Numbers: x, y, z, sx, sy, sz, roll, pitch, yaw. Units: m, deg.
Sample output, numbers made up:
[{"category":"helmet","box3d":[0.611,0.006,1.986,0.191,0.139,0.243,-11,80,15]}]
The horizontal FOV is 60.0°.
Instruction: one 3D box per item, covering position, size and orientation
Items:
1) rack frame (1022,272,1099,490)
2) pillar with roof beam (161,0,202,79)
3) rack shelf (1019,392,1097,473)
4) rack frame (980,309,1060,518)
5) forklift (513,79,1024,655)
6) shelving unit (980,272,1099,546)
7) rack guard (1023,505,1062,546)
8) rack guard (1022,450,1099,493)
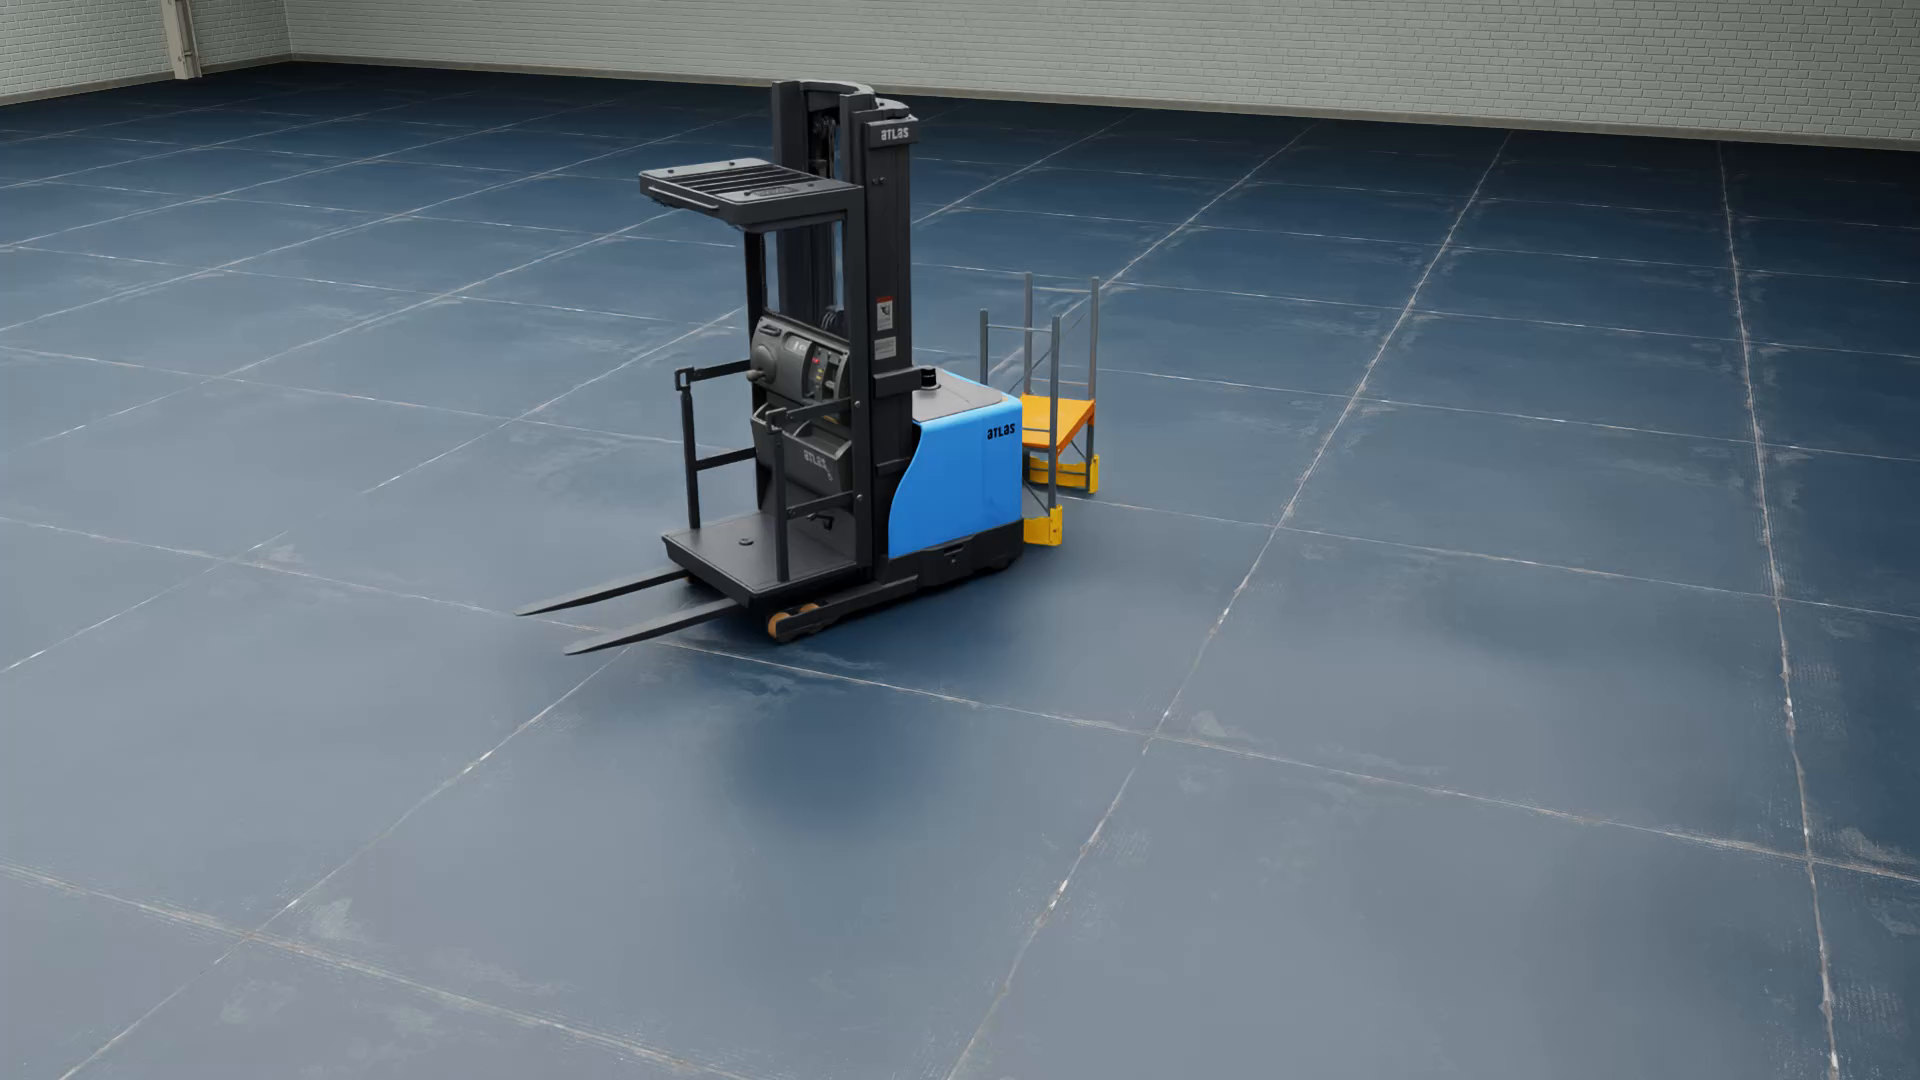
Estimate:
[{"category":"rack frame","box3d":[0.680,-1.076,11.381,0.500,1.500,0.032,7,24,16]},{"category":"pillar with roof beam","box3d":[-10.919,-12.470,28.929,9.100,9.000,0.400,9,24,20]},{"category":"rack shelf","box3d":[0.524,-0.724,11.004,0.538,0.185,1.000,7,24,16]},{"category":"rack frame","box3d":[0.367,-0.703,10.488,0.500,1.500,0.032,7,24,16]},{"category":"forklift","box3d":[-1.080,-1.005,9.354,3.031,2.935,1.130,-17,28,-35]},{"category":"shelving unit","box3d":[0.521,-0.887,10.927,0.587,1.500,1.083,7,24,16]},{"category":"rack guard","box3d":[0.368,-0.127,10.730,0.587,0.250,0.087,7,24,16]},{"category":"rack guard","box3d":[0.674,-0.492,11.605,0.587,0.250,0.087,7,24,16]}]
